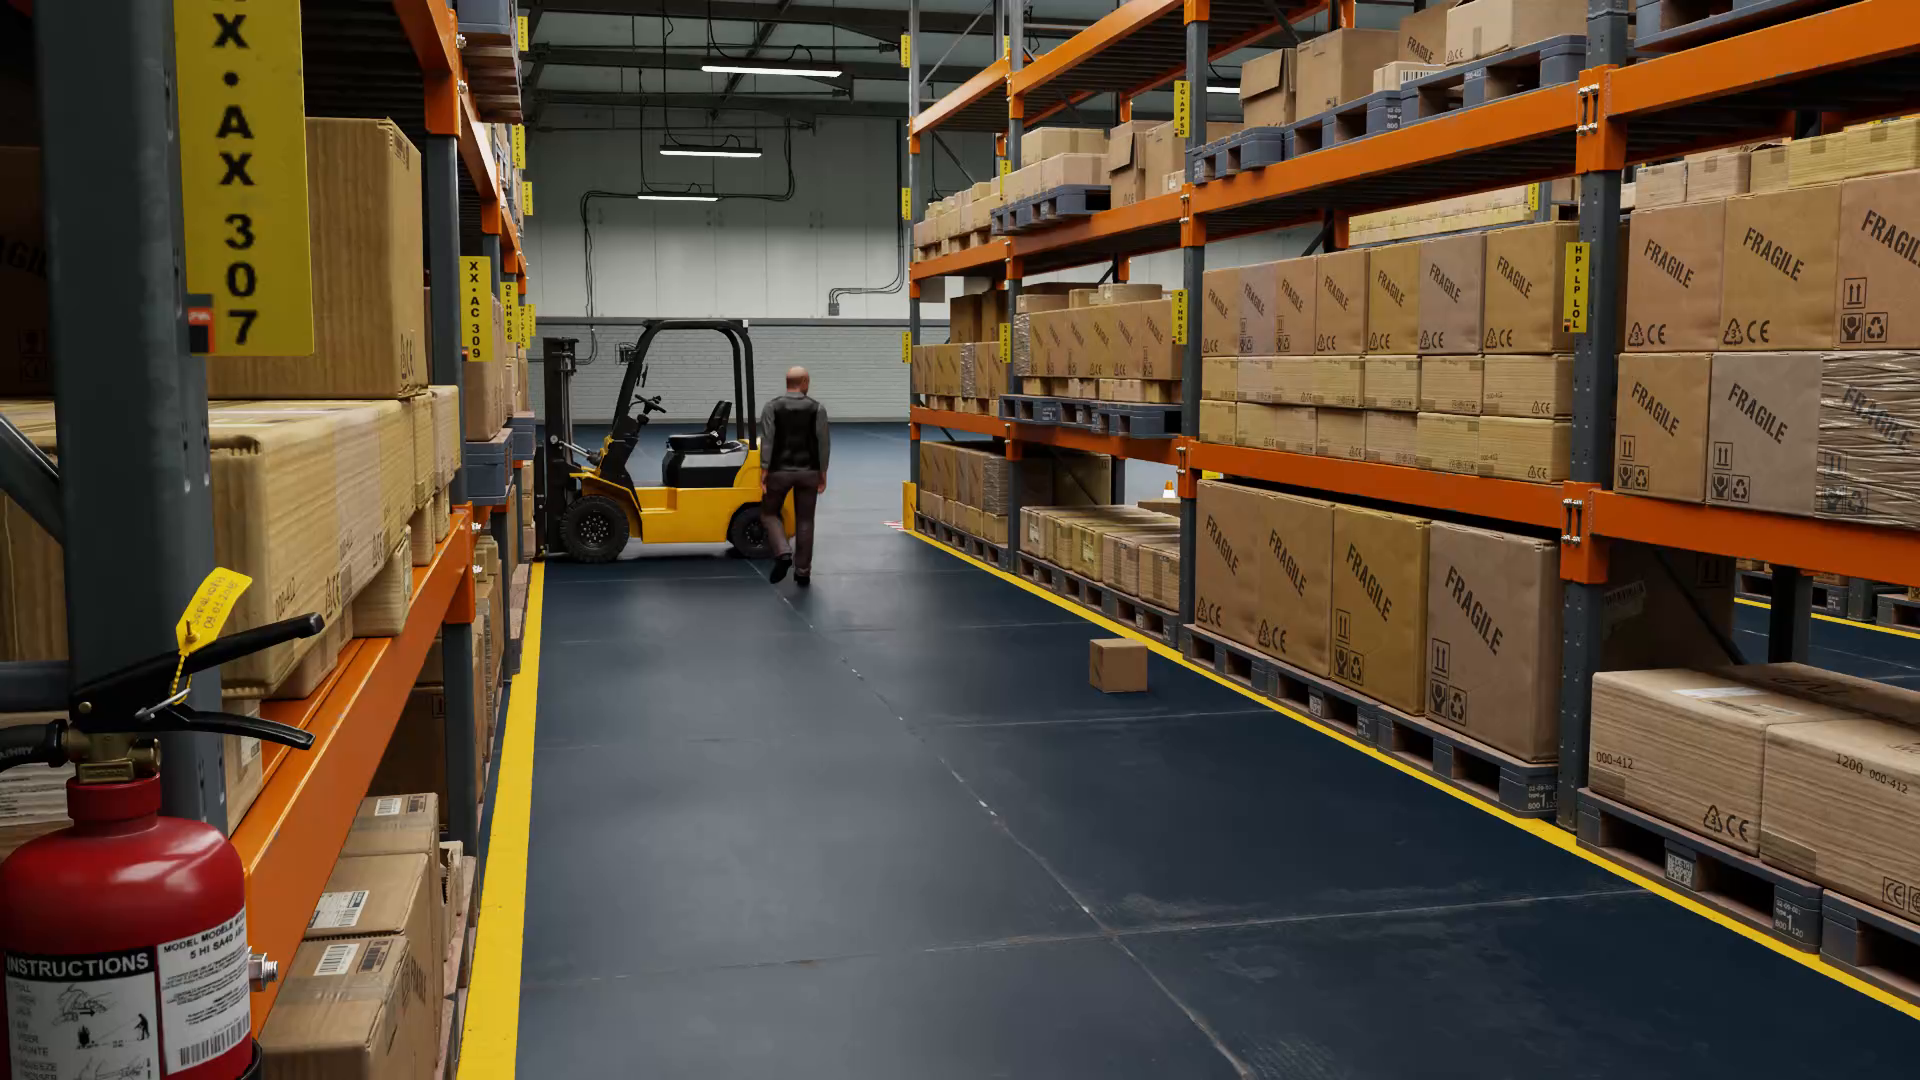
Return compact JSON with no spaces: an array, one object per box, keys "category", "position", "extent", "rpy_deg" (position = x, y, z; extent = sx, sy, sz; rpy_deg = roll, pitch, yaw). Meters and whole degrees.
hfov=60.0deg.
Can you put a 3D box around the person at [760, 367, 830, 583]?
[{"category":"person","position":[-1.319,-0.514,13.211],"extent":[0.558,1.716,0.435],"rpy_deg":[-1,6,-12]}]
